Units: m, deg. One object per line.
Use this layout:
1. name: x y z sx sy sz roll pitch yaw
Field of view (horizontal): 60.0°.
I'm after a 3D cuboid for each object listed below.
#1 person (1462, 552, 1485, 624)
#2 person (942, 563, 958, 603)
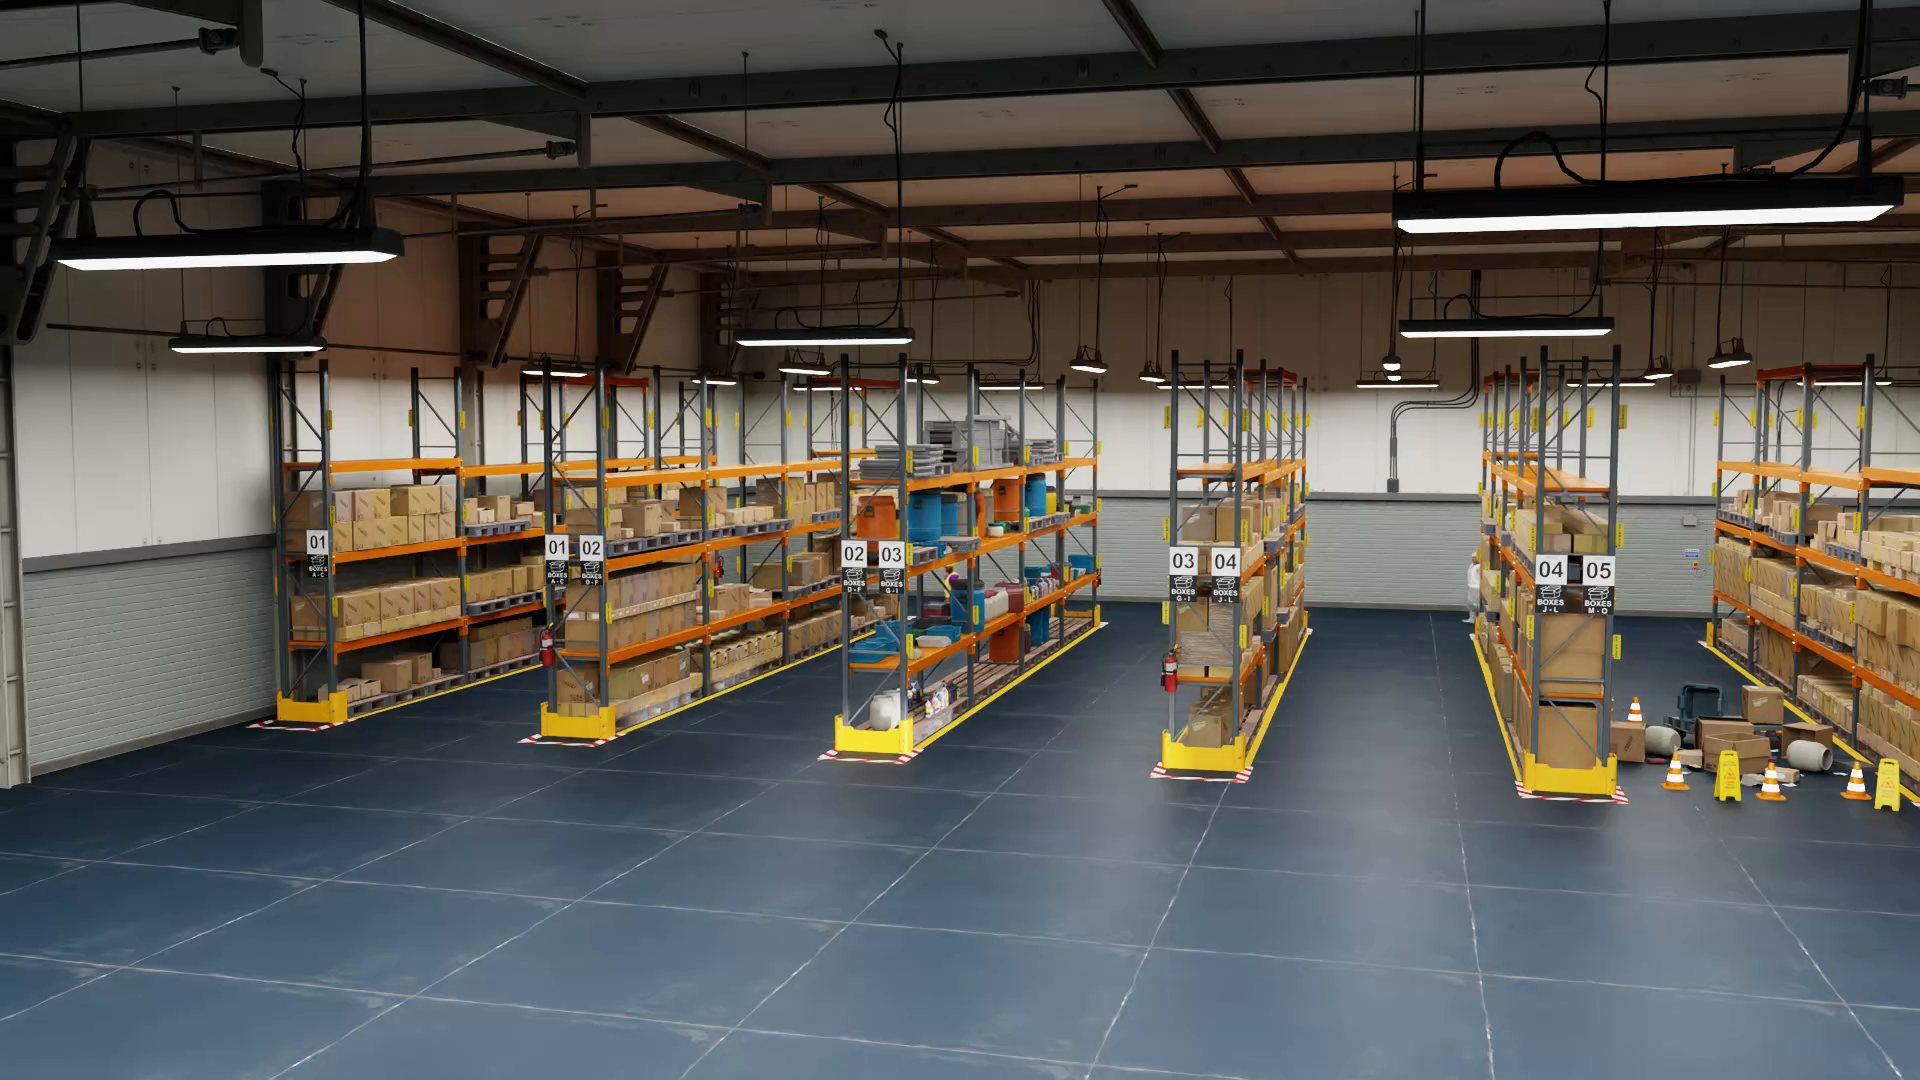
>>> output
1. person: 12.663 1.170 40.807 0.600 1.775 0.564 0 4 6
2. person: -0.261 1.350 38.367 0.434 1.773 0.584 -1 4 -16
